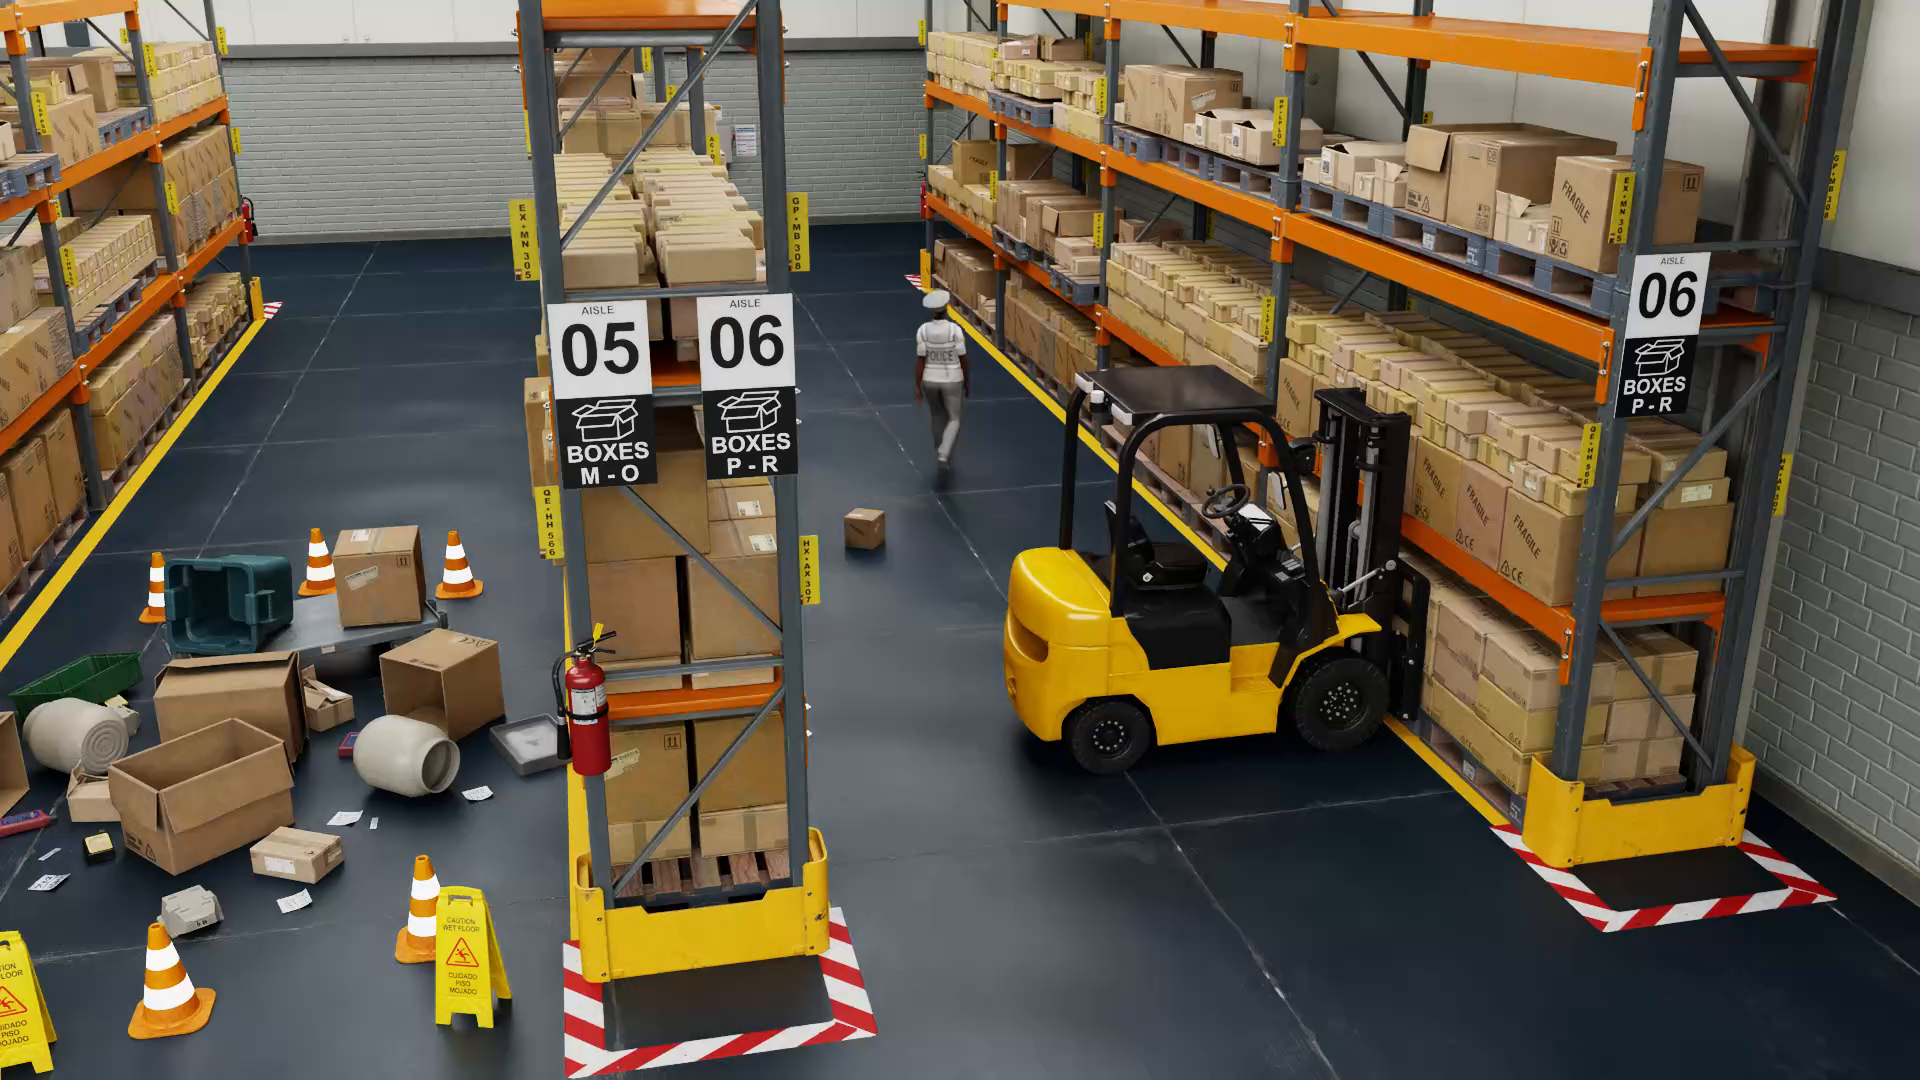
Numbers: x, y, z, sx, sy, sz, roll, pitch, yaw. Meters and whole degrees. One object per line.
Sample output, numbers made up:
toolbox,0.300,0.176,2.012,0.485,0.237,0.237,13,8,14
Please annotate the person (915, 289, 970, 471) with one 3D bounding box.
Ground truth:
person,-0.158,-1.434,15.006,0.463,1.649,0.903,4,20,12
